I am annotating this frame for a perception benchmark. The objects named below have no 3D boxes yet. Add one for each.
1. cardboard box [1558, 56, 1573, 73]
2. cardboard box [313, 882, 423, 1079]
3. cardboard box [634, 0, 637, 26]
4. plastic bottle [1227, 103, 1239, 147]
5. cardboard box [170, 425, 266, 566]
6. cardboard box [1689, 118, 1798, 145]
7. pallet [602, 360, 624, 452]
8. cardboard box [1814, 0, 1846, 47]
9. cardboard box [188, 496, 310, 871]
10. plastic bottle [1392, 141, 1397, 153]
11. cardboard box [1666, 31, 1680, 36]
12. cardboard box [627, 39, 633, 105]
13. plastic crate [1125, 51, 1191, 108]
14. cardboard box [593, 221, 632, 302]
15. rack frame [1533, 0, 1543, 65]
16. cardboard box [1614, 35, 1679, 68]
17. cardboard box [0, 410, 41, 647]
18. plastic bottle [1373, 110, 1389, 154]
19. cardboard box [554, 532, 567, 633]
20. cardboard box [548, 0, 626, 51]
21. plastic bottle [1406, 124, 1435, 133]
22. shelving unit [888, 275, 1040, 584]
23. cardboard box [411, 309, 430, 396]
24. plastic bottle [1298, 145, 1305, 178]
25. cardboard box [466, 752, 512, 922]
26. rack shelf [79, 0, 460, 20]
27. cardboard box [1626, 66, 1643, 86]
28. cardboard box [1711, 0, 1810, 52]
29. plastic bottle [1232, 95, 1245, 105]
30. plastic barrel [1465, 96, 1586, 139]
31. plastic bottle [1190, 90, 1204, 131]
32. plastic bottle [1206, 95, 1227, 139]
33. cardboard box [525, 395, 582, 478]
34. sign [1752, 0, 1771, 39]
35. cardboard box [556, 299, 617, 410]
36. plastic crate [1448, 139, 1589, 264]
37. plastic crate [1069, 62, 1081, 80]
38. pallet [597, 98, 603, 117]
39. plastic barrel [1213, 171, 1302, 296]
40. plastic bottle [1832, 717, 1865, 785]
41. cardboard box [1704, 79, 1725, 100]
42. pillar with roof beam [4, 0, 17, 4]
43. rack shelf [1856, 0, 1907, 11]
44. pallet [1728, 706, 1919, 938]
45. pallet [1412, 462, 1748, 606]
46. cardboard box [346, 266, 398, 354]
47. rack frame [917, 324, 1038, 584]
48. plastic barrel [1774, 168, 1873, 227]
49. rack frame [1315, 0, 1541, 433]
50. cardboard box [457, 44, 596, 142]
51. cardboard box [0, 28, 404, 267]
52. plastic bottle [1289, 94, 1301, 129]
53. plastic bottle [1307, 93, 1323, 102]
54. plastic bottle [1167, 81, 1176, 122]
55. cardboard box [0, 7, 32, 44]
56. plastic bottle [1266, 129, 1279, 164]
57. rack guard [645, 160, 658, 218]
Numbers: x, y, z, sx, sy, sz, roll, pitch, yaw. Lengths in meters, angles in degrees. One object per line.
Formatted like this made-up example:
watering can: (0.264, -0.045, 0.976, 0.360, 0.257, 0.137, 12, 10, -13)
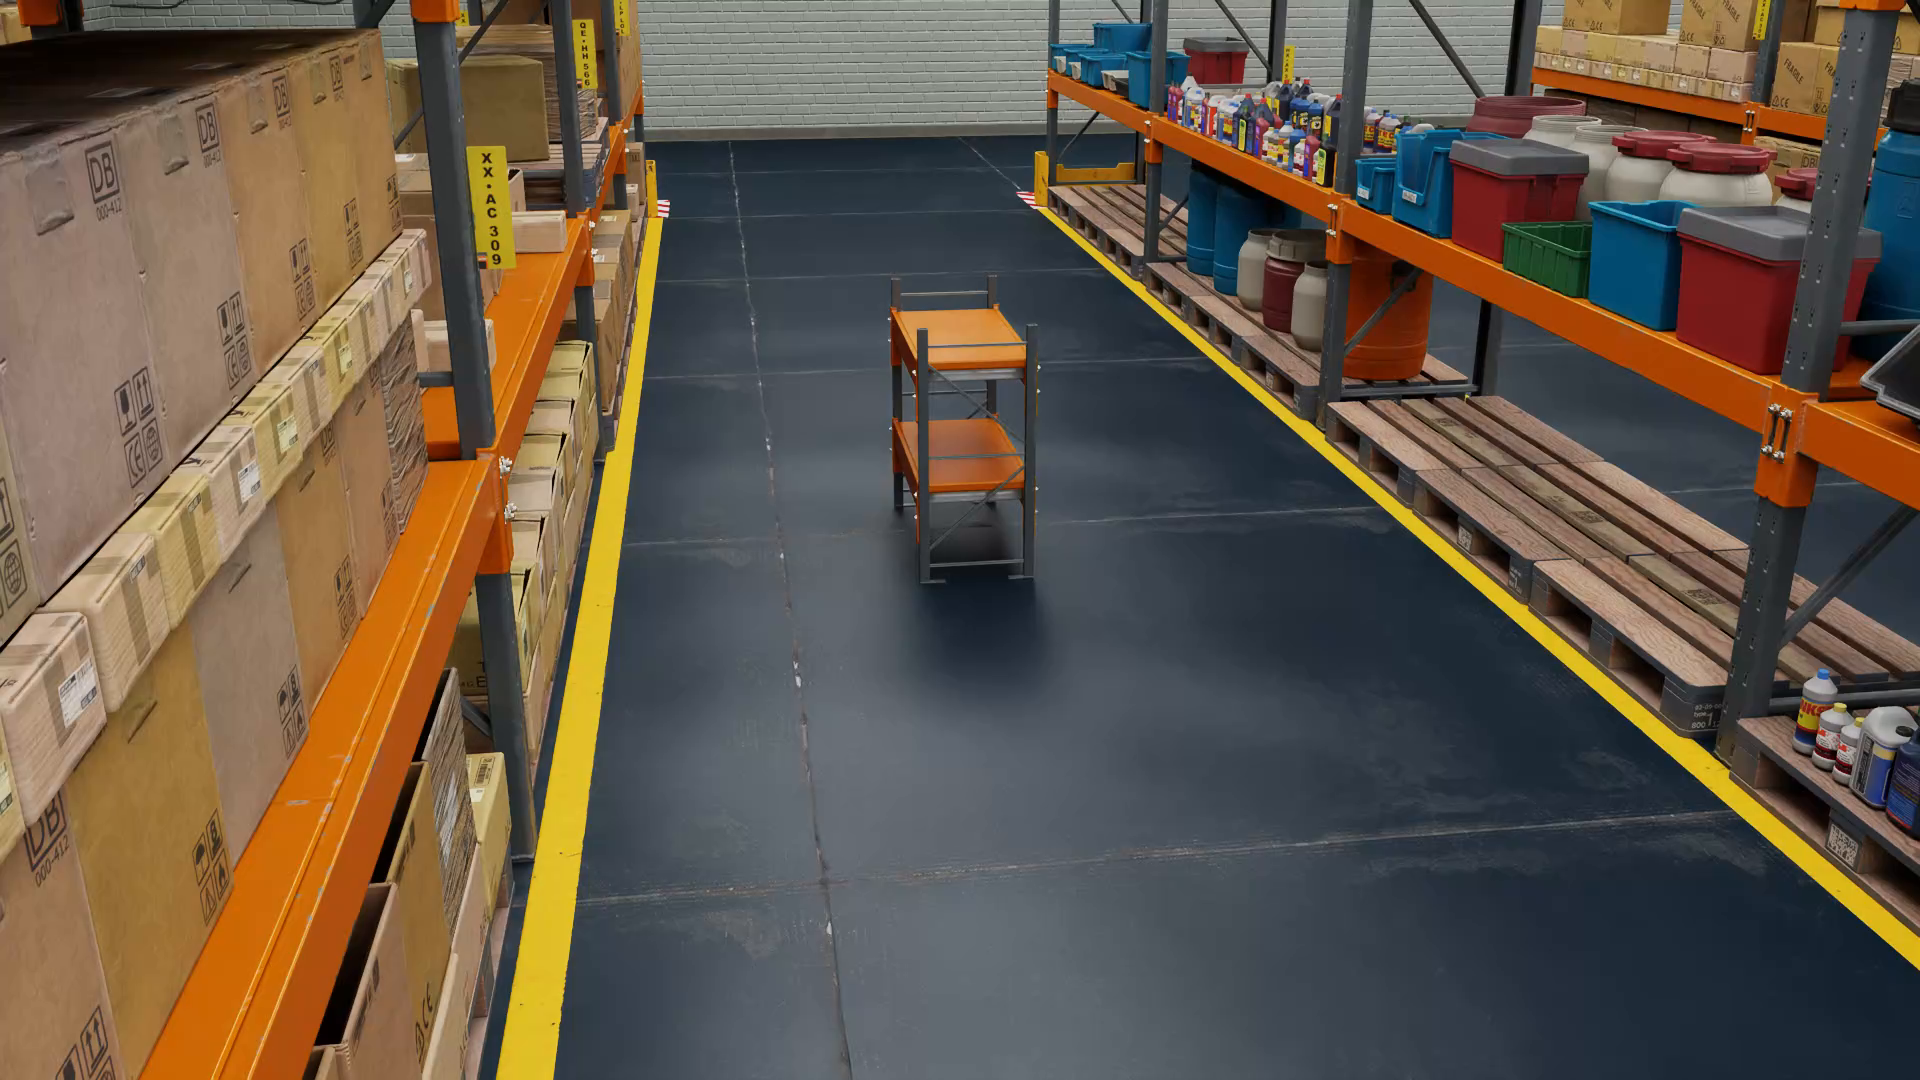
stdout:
cardboard box: (6.069, -4.637, 16.203, 0.380, 0.149, 0.250, -3, 21, -9)
cardboard box: (-1.299, 0.990, 3.036, 0.500, 0.500, 0.500, -3, 21, -8)
cardboard box: (-3.125, -4.773, 14.638, 0.500, 0.500, 0.500, -2, 21, -6)
plastic bottle: (1.804, -2.721, 10.898, 0.097, 0.271, 0.097, 0, 20, 0)
cardboard box: (-1.293, -0.063, 2.529, 0.380, 0.149, 0.250, -3, 21, -7)
cardboard box: (6.829, -3.121, 14.221, 0.875, 0.875, 0.875, -3, 21, -8)
pallet: (-2.452, -0.758, 9.443, 1.003, 0.211, 1.213, -3, 21, -8)
cardboard box: (6.945, -3.983, 12.516, 0.797, 0.503, 0.637, -3, 21, -9)
cardboard box: (-1.509, 0.221, 2.693, 0.700, 0.500, 0.500, -2, 21, -6)
plastic bottle: (2.590, -2.273, 9.798, 0.097, 0.201, 0.097, 0, 20, 0)
cardboard box: (6.747, -4.635, 15.627, 0.500, 0.250, 0.500, -4, 21, -10)
cardboard box: (-2.909, -3.776, 13.396, 0.500, 0.500, 0.500, -3, 21, -8)
plastic crate: (1.539, -3.602, 13.010, 0.392, 0.384, 0.575, -3, 21, -8)
cardboard box: (-2.541, -1.896, 11.448, 0.500, 0.500, 0.500, -3, 21, -8)
rack frame: (6.268, -5.072, 17.008, 1.000, 3.000, 0.127, -3, 21, -8)
cardboard box: (6.301, -4.427, 15.071, 0.500, 0.250, 0.500, -3, 21, -9)
cardboard box: (-1.372, -0.051, 1.568, 0.700, 0.500, 0.500, -3, 21, -9)
plastic bottle: (2.656, -2.566, 10.466, 0.061, 0.283, 0.133, -3, 21, -8)
cardboard box: (-1.768, 0.164, 6.319, 0.500, 0.250, 0.500, -4, 21, -9)
cardboard box: (-2.748, -3.881, 12.248, 0.500, 0.500, 0.500, -2, 21, -6)
plastic bottle: (2.711, -2.320, 9.819, 0.152, 0.276, 0.135, -3, 21, -8)
shelving unit: (-0.001, -0.529, 7.526, 0.538, 1.125, 1.048, -3, 21, -8)
cardboard box: (-1.919, -0.517, 5.026, 0.500, 0.250, 0.500, -2, 21, -4)
plastic bottle: (2.008, -2.198, 9.599, 0.097, 0.201, 0.097, 0, 20, 0)
cardboard box: (-1.522, 0.822, 4.557, 0.500, 0.250, 0.500, -3, 21, -8)
rack shelf: (-2.093, -2.179, 6.005, 1.077, 0.370, 4.000, -3, 21, -8)
cardboard box: (6.256, -4.191, 15.010, 0.380, 0.149, 0.250, -3, 21, -7)
cardboard box: (6.514, -4.253, 13.533, 0.500, 0.500, 0.500, -2, 21, -6)
plastic bottle: (1.917, -2.886, 11.335, 0.152, 0.276, 0.135, -3, 21, -8)
plastic barrel: (2.887, -1.970, 8.510, 0.600, 0.536, 0.708, -3, 21, -8)
plastic bottle: (1.676, -3.029, 11.723, 0.097, 0.271, 0.097, 0, 20, 0)
plastic bottle: (1.767, -2.879, 11.314, 0.152, 0.276, 0.135, -3, 21, -8)
cardboard box: (-1.911, -0.451, 7.166, 0.500, 0.311, 0.500, -3, 21, -8)
sign: (6.296, -4.101, 13.058, 0.100, 0.325, 0.005, -3, 21, -8)
cardboard box: (-2.165, -1.011, 9.079, 0.500, 0.500, 0.500, -2, 21, -5)
plastic crate: (2.451, -1.507, 7.373, 0.402, 0.464, 0.583, -3, 21, -8)
plastic crate: (1.139, -4.274, 15.164, 0.250, 0.136, 0.298, -3, 21, -8)
pallet: (-2.951, -2.816, 11.244, 1.003, 0.211, 1.213, -3, 21, -8)
plastic barrel: (2.107, -2.216, 11.762, 0.600, 0.901, 0.708, -3, 21, -8)
plastic bottle: (2.738, 0.641, 5.085, 0.097, 0.201, 0.097, 0, 20, 0)
cardboard box: (6.439, -3.747, 13.822, 0.380, 0.149, 0.250, -3, 21, -7)
pillar with roof beam: (-5.422, -8.241, 16.919, 9.100, 9.000, 0.400, -3, 21, -8)
rack shelf: (3.385, -1.043, 2.962, 1.077, 0.370, 4.000, -3, 21, -8)
pallet: (3.153, 0.874, 5.075, 1.003, 0.211, 1.213, -3, 21, -8)
pallet: (2.766, -0.054, 7.559, 1.003, 0.211, 1.213, -3, 21, -8)
cardboard box: (-1.480, -0.510, 3.724, 0.380, 0.149, 0.250, -4, 21, -9)
rack frame: (0.072, -0.353, 7.054, 0.500, 1.125, 0.032, -3, 21, -8)
plastic barrel: (3.176, -1.073, 6.108, 0.433, 0.535, 0.433, 0, 20, 0)
rack frame: (2.520, -2.052, 8.923, 1.000, 3.000, 0.127, -3, 21, -8)
cardboard box: (-2.527, -2.586, 9.609, 0.700, 0.500, 0.500, 1, 20, 2)
cardboard box: (-1.735, -0.920, 3.895, 0.700, 0.500, 0.500, -3, 21, -7)
plastic bottle: (2.325, -2.943, 11.492, 0.097, 0.271, 0.097, 0, 20, 0)
plastic bottle: (2.446, -2.958, 11.525, 0.152, 0.276, 0.135, -3, 21, -8)
plastic bottle: (1.574, -3.234, 12.254, 0.061, 0.283, 0.133, -3, 21, -8)
cardboard box: (-8.237, -4.035, 13.805, 0.980, 0.700, 0.700, -3, 21, -8)
plastic bottle: (1.924, -2.400, 10.140, 0.097, 0.201, 0.097, 0, 20, 0)
rack guard: (-3.524, -3.376, 16.041, 1.175, 0.500, 0.348, -3, 21, -8)
